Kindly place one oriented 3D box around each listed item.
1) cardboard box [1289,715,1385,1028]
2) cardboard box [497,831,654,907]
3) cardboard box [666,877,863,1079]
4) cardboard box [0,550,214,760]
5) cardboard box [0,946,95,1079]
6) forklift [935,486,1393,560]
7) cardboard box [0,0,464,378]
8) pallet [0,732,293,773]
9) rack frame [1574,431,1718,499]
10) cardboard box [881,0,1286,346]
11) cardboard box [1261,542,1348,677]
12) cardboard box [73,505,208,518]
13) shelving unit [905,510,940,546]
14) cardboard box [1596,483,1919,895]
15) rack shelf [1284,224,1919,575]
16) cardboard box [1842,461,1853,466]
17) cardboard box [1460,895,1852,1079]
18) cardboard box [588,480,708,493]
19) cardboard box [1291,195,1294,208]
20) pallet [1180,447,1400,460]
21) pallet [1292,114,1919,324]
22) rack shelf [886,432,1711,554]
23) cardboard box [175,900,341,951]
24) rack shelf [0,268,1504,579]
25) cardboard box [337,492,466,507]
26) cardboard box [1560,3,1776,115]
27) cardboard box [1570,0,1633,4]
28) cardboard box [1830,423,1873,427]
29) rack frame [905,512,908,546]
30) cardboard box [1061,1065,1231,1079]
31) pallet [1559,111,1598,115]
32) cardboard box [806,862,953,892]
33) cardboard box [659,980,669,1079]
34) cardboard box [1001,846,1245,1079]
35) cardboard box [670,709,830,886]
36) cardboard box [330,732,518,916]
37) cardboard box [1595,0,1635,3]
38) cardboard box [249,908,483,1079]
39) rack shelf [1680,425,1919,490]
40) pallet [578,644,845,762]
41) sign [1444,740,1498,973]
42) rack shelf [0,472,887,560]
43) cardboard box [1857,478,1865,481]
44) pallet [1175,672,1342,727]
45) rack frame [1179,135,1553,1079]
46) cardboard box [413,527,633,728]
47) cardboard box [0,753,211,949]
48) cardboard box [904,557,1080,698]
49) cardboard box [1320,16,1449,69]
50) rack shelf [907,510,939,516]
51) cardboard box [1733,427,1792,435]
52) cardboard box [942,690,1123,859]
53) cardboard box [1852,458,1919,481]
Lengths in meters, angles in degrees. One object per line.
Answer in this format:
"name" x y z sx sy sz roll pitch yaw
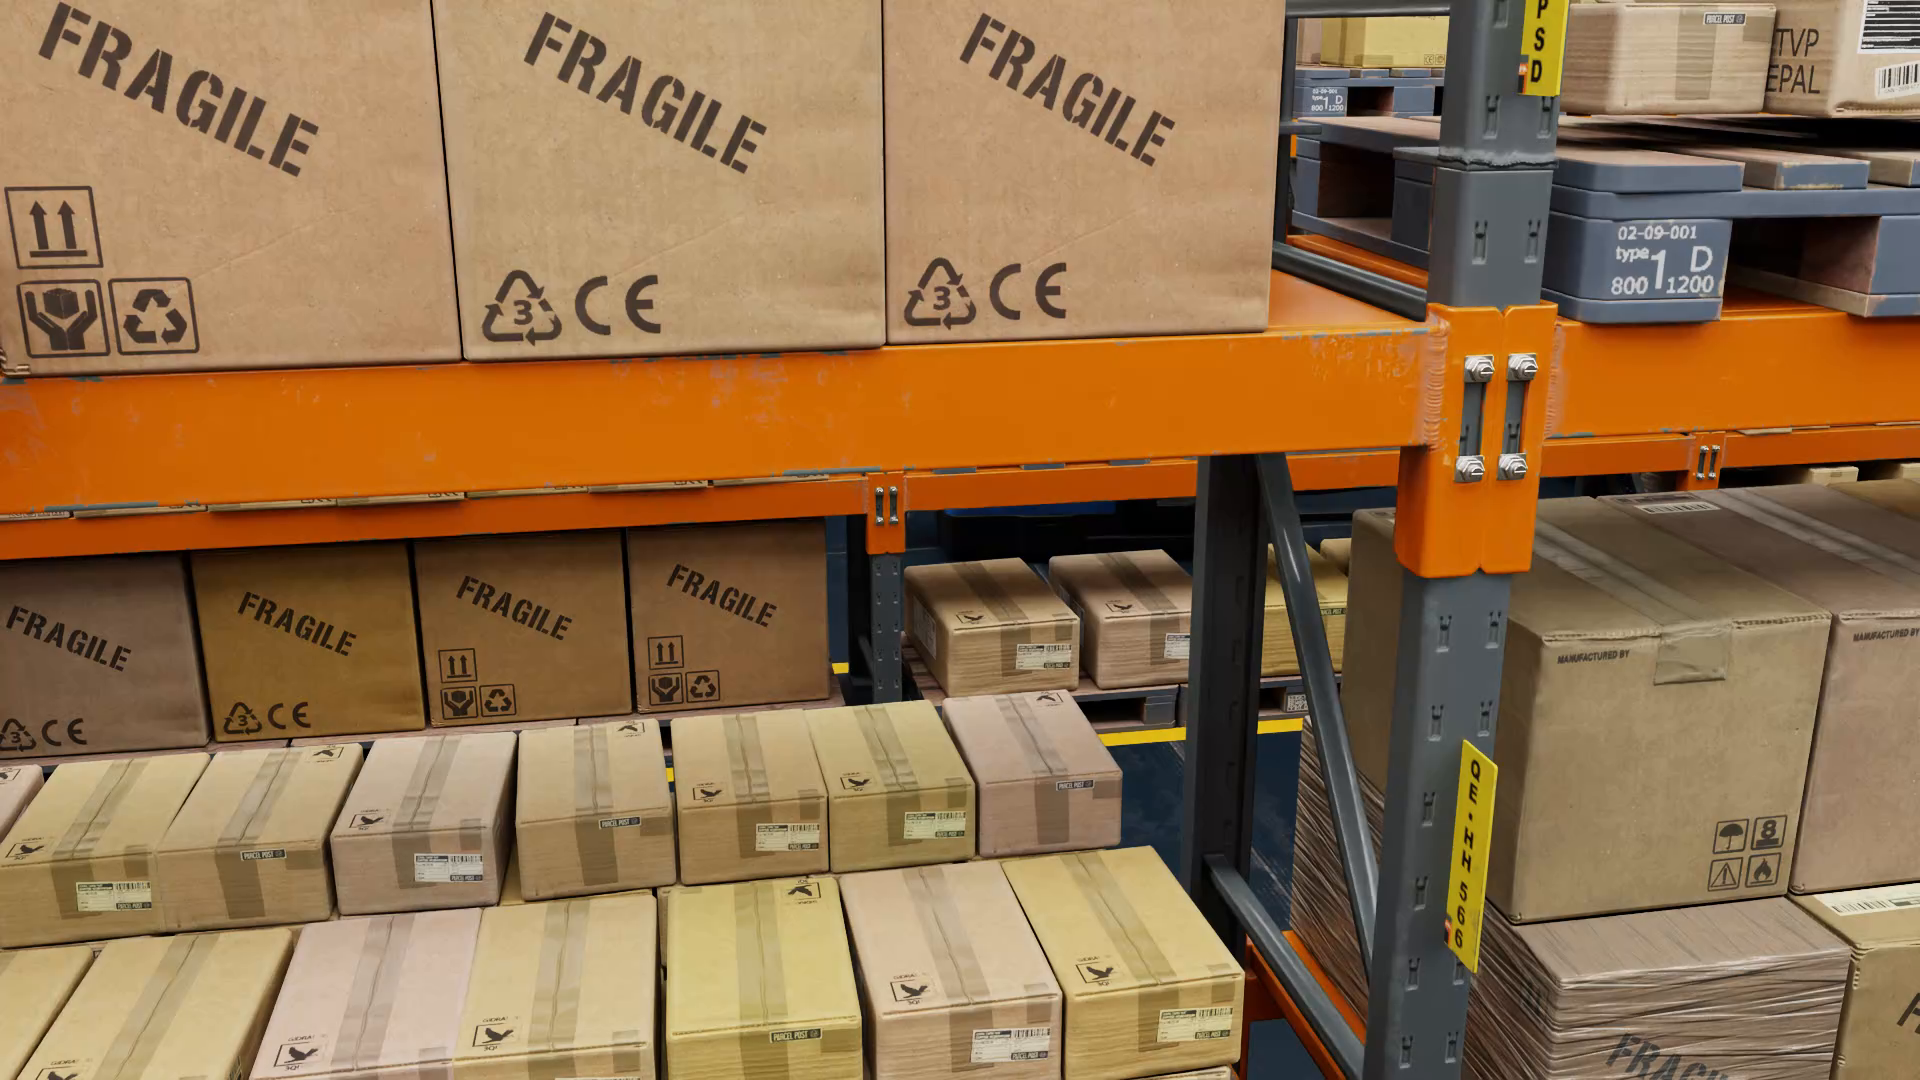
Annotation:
"cardboard box" 1.009 0.664 3.372 0.500 0.500 0.500 -3 17 -10
"cardboard box" -0.670 0.606 2.937 0.250 0.149 0.380 -3 17 -10
"cardboard box" -0.280 0.636 2.331 0.250 0.149 0.380 -3 17 -9
"cardboard box" -3.754 0.373 7.393 0.875 0.875 0.875 -3 17 -9
"cardboard box" -1.302 0.694 2.143 0.250 0.149 0.380 -3 17 -9
"forklift" 1.374 -1.433 10.486 3.031 2.935 1.130 -1 17 -4
"cardboard box" -0.875 -0.505 2.066 0.500 0.500 0.500 -3 17 -10
"pallet" -3.604 0.884 7.576 1.213 0.211 1.003 -3 17 -10
"rack frame" 3.507 -0.830 8.406 0.127 3.000 1.000 -3 17 -10
"cardboard box" 0.106 -0.563 2.256 0.500 0.500 0.500 -3 17 -10
"cardboard box" 1.605 0.335 8.372 0.625 0.372 0.950 -3 17 -9
"cardboard box" -3.358 -0.291 6.905 0.500 0.250 0.500 -4 17 -12
"shelving unit" -0.245 -0.426 10.666 0.210 0.900 0.258 -1 17 -4
"cardboard box" 1.557 0.237 3.057 0.500 0.500 0.700 -3 17 -11
"rack shelf" 2.582 -0.388 3.081 4.000 0.370 1.077 -3 17 -10
"cardboard box" 4.536 -0.214 9.091 0.500 0.500 0.500 -3 17 -9
"cardboard box" 1.110 0.819 2.867 0.500 0.500 0.500 -3 17 -10
"cardboard box" -1.366 -0.400 7.260 0.500 0.250 0.500 -3 17 -9
"cardboard box" 2.829 -2.711 13.254 0.250 0.149 0.380 -3 17 -11
"pallet" 1.516 -0.638 8.107 1.213 0.211 1.003 -3 17 -10
"pallet" 1.240 -0.581 2.807 1.003 0.211 1.213 -2 17 -8
"rack shelf" 1.544 -0.375 8.149 4.000 0.370 1.077 -3 17 -10
"cardboard box" -1.159 0.632 2.851 0.250 0.149 0.380 -3 17 -11
"rack shelf" -1.346 -0.165 2.356 4.000 0.370 1.077 -3 17 -10
"cardboard box" -2.359 -0.340 7.065 0.500 0.250 0.500 -4 17 -11
"cardboard box" 0.976 -0.721 2.484 0.250 0.149 0.380 -4 18 -13
"cardboard box" 2.962 -2.563 7.628 0.500 0.250 0.500 -3 17 -9
"cardboard box" 4.371 -0.688 8.371 0.250 0.149 0.380 -3 17 -11
"rack frame" -0.346 -0.424 10.658 0.006 0.900 0.240 -1 17 -4
"cardboard box" 0.219 0.750 2.468 0.250 0.149 0.380 -3 17 -9
"pallet" 2.881 -2.171 7.981 1.003 0.211 1.213 -3 17 -10
"cardboard box" -0.161 0.576 3.035 0.250 0.149 0.380 -2 17 -8
"cardboard box" -0.300 0.781 2.368 0.250 0.149 0.380 -3 17 -9
"cardboard box" 0.224 0.608 2.422 0.250 0.149 0.380 -4 18 -13
"cardboard box" -0.377 0.447 2.948 0.250 0.149 0.380 -3 17 -11
"cardboard box" -0.903 0.477 2.849 0.250 0.149 0.380 -2 17 -8
"cardboard box" 1.164 -0.854 2.886 0.250 0.166 0.380 -3 17 -10
"cardboard box" -0.780 0.664 2.241 0.250 0.149 0.380 -3 17 -10
"rack shelf" 5.471 -0.598 8.875 4.000 0.370 1.077 -3 17 -10
"pallet" -1.209 0.748 8.018 1.213 0.211 1.003 -3 17 -10
"sign" 0.730 0.454 2.387 0.005 0.325 0.100 -3 17 -10
"rack shelf" -2.384 -0.152 7.424 4.000 0.370 1.077 -3 17 -10
"cardboard box" 4.661 -0.063 8.600 0.500 0.500 0.500 -3 17 -8
"pallet" 1.543 0.615 8.449 1.213 0.211 1.003 -3 17 -10
"rack frame" 0.618 0.814 3.053 0.127 3.000 1.000 -3 17 -10
"cardboard box" -1.991 0.270 7.726 0.875 0.875 0.875 -3 17 -10
"cardboard box" -1.408 0.505 2.758 0.250 0.149 0.380 -3 17 -11
"cardboard box" 0.136 0.419 8.098 0.625 0.372 0.950 -4 18 -14
"cardboard box" 1.963 -2.264 7.506 0.500 0.250 0.500 -3 17 -10
"rack shelf" -0.245 -0.222 10.729 0.200 0.077 0.258 -1 17 -4
"cardboard box" 3.877 -0.635 8.199 0.250 0.149 0.380 -3 17 -11
"cardboard box" 0.123 0.419 3.038 0.250 0.149 0.380 -3 17 -10
"cardboard box" 4.776 -0.359 8.458 0.250 0.149 0.380 -3 17 -8
